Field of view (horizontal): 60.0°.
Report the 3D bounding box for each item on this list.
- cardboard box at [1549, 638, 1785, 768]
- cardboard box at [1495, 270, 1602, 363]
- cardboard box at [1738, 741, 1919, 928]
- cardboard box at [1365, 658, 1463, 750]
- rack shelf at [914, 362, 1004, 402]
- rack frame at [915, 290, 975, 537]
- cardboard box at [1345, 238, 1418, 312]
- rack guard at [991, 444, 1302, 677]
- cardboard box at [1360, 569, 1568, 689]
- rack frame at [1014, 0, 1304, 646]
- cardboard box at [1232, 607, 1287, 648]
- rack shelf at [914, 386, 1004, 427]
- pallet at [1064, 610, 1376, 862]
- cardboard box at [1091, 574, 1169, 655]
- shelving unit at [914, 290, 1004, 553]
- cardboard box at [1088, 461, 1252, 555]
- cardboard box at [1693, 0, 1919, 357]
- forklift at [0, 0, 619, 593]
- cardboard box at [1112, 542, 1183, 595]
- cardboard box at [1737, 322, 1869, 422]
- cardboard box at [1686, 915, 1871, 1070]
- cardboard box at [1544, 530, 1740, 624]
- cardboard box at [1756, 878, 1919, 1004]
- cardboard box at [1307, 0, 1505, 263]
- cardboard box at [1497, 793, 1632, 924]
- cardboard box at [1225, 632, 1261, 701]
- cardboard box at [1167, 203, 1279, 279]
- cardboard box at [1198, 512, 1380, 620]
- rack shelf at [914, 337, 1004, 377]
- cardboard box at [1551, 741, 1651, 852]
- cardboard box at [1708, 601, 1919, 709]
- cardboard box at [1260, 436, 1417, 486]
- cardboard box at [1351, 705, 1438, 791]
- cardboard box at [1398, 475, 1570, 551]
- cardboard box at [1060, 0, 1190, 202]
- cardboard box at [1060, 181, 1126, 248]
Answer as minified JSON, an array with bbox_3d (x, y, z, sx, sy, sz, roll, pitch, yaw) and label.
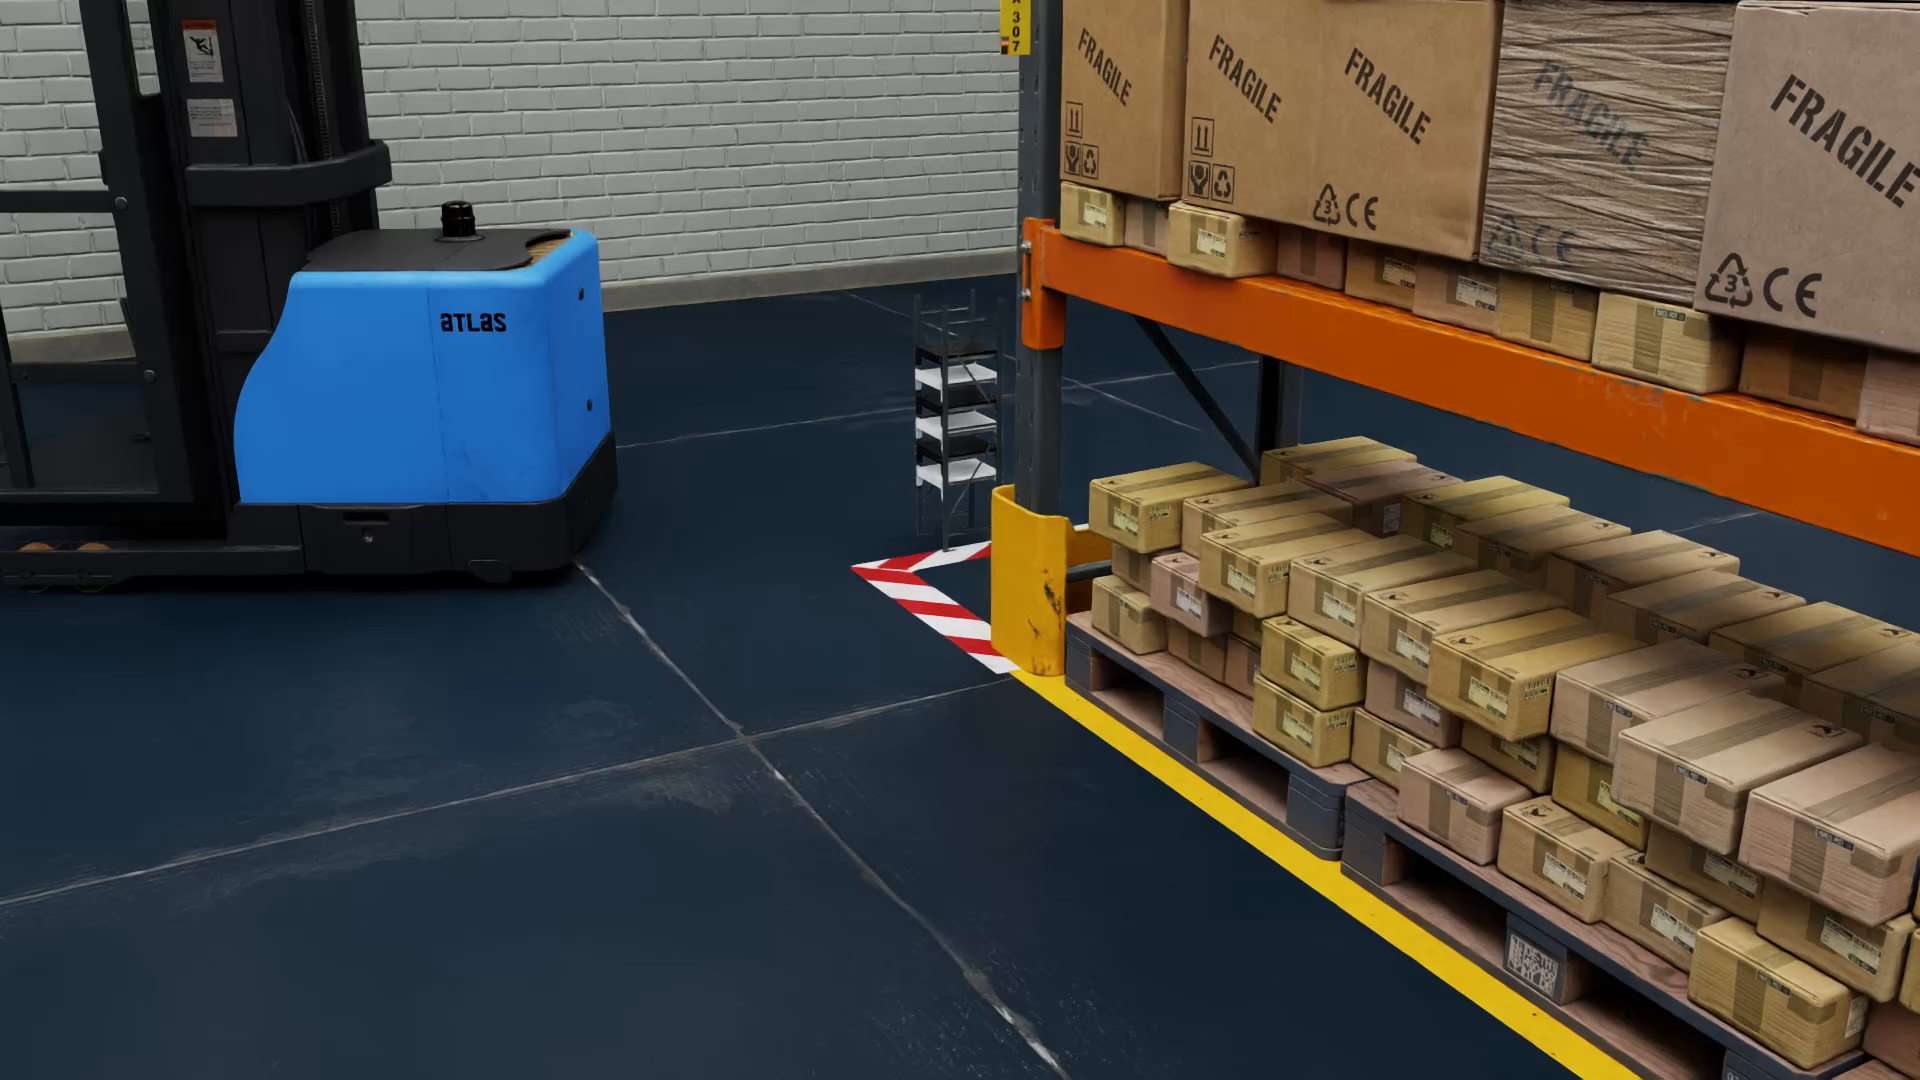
[{"bbox_3d":[1.428,0.339,3.365,0.380,0.149,0.250,-10,21,-27],"label":"cardboard box"},{"bbox_3d":[1.283,-0.461,3.255,0.380,0.149,0.250,-9,21,-25],"label":"cardboard box"},{"bbox_3d":[1.588,0.503,2.890,0.380,0.149,0.250,-11,22,-29],"label":"cardboard box"},{"bbox_3d":[1.165,0.331,3.845,0.380,0.149,0.250,-11,22,-29],"label":"cardboard box"},{"bbox_3d":[-0.004,-0.567,5.944,0.258,0.077,0.200,-10,21,-27],"label":"rack shelf"},{"bbox_3d":[-0.052,-0.457,6.076,0.240,0.900,0.006,-10,21,-27],"label":"rack frame"},{"bbox_3d":[1.086,-0.614,3.698,0.380,0.149,0.250,-10,22,-27],"label":"cardboard box"},{"bbox_3d":[0.668,0.040,5.250,1.175,0.500,0.348,-10,21,-27],"label":"rack guard"},{"bbox_3d":[1.140,0.199,3.770,0.380,0.149,0.250,-9,21,-25],"label":"cardboard box"},{"bbox_3d":[0.632,-1.164,4.906,1.000,3.000,0.127,-10,21,-27],"label":"rack frame"},{"bbox_3d":[0.930,0.179,4.286,0.380,0.149,0.250,-10,21,-26],"label":"cardboard box"},{"bbox_3d":[-0.004,-0.481,5.973,0.258,0.077,0.200,-10,21,-27],"label":"rack shelf"},{"bbox_3d":[1.023,0.415,4.606,1.003,0.211,1.213,-10,21,-27],"label":"pallet"},{"bbox_3d":[0.599,0.185,4.723,0.380,0.149,0.250,-10,21,-26],"label":"cardboard box"},{"bbox_3d":[-0.004,-0.428,5.992,0.258,0.900,0.210,-10,21,-27],"label":"shelving unit"},{"bbox_3d":[0.582,-0.093,4.617,0.380,0.149,0.250,-11,22,-29],"label":"cardboard box"},{"bbox_3d":[1.573,-0.591,2.636,0.500,0.500,0.500,-10,21,-27],"label":"cardboard box"},{"bbox_3d":[-2.848,-1.380,5.636,3.031,2.935,1.130,0,19,0],"label":"forklift"},{"bbox_3d":[0.655,0.035,4.703,0.380,0.149,0.250,-9,21,-24],"label":"cardboard box"},{"bbox_3d":[1.567,-0.318,2.840,0.380,0.149,0.250,-10,22,-27],"label":"cardboard box"},{"bbox_3d":[1.554,0.777,3.009,0.380,0.149,0.250,-10,21,-27],"label":"cardboard box"},{"bbox_3d":[1.654,0.105,4.043,0.380,0.149,0.250,-9,21,-25],"label":"cardboard box"},{"bbox_3d":[1.649,0.644,2.936,0.380,0.149,0.250,-9,21,-25],"label":"cardboard box"},{"bbox_3d":[1.100,-0.888,3.496,0.500,0.500,0.500,-10,21,-26],"label":"cardboard box"},{"bbox_3d":[1.346,0.627,3.442,0.380,0.149,0.250,-10,21,-27],"label":"cardboard box"},{"bbox_3d":[0.920,0.318,4.338,0.380,0.149,0.250,-10,21,-26],"label":"cardboard box"},{"bbox_3d":[0.736,-0.749,4.089,0.380,0.149,0.250,-11,22,-28],"label":"cardboard box"},{"bbox_3d":[0.826,0.060,4.174,0.380,0.149,0.250,-10,21,-27],"label":"cardboard box"},{"bbox_3d":[-0.004,-0.652,5.914,0.258,0.077,0.200,-10,21,-27],"label":"rack shelf"},{"bbox_3d":[1.450,0.481,3.409,0.380,0.149,0.250,-9,21,-24],"label":"cardboard box"},{"bbox_3d":[1.831,0.269,3.569,0.380,0.149,0.250,-10,21,-26],"label":"cardboard box"},{"bbox_3d":[1.107,-0.183,4.879,0.380,0.149,0.250,-10,21,-26],"label":"cardboard box"},{"bbox_3d":[1.150,0.467,3.907,0.380,0.149,0.250,-10,21,-27],"label":"cardboard box"},{"bbox_3d":[1.410,-0.048,4.485,0.380,0.149,0.250,-11,22,-28],"label":"cardboard box"},{"bbox_3d":[0.602,-1.180,4.344,0.500,0.500,0.500,-9,21,-24],"label":"cardboard box"},{"bbox_3d":[0.498,-0.901,4.530,0.380,0.149,0.250,-10,21,-27],"label":"cardboard box"}]
